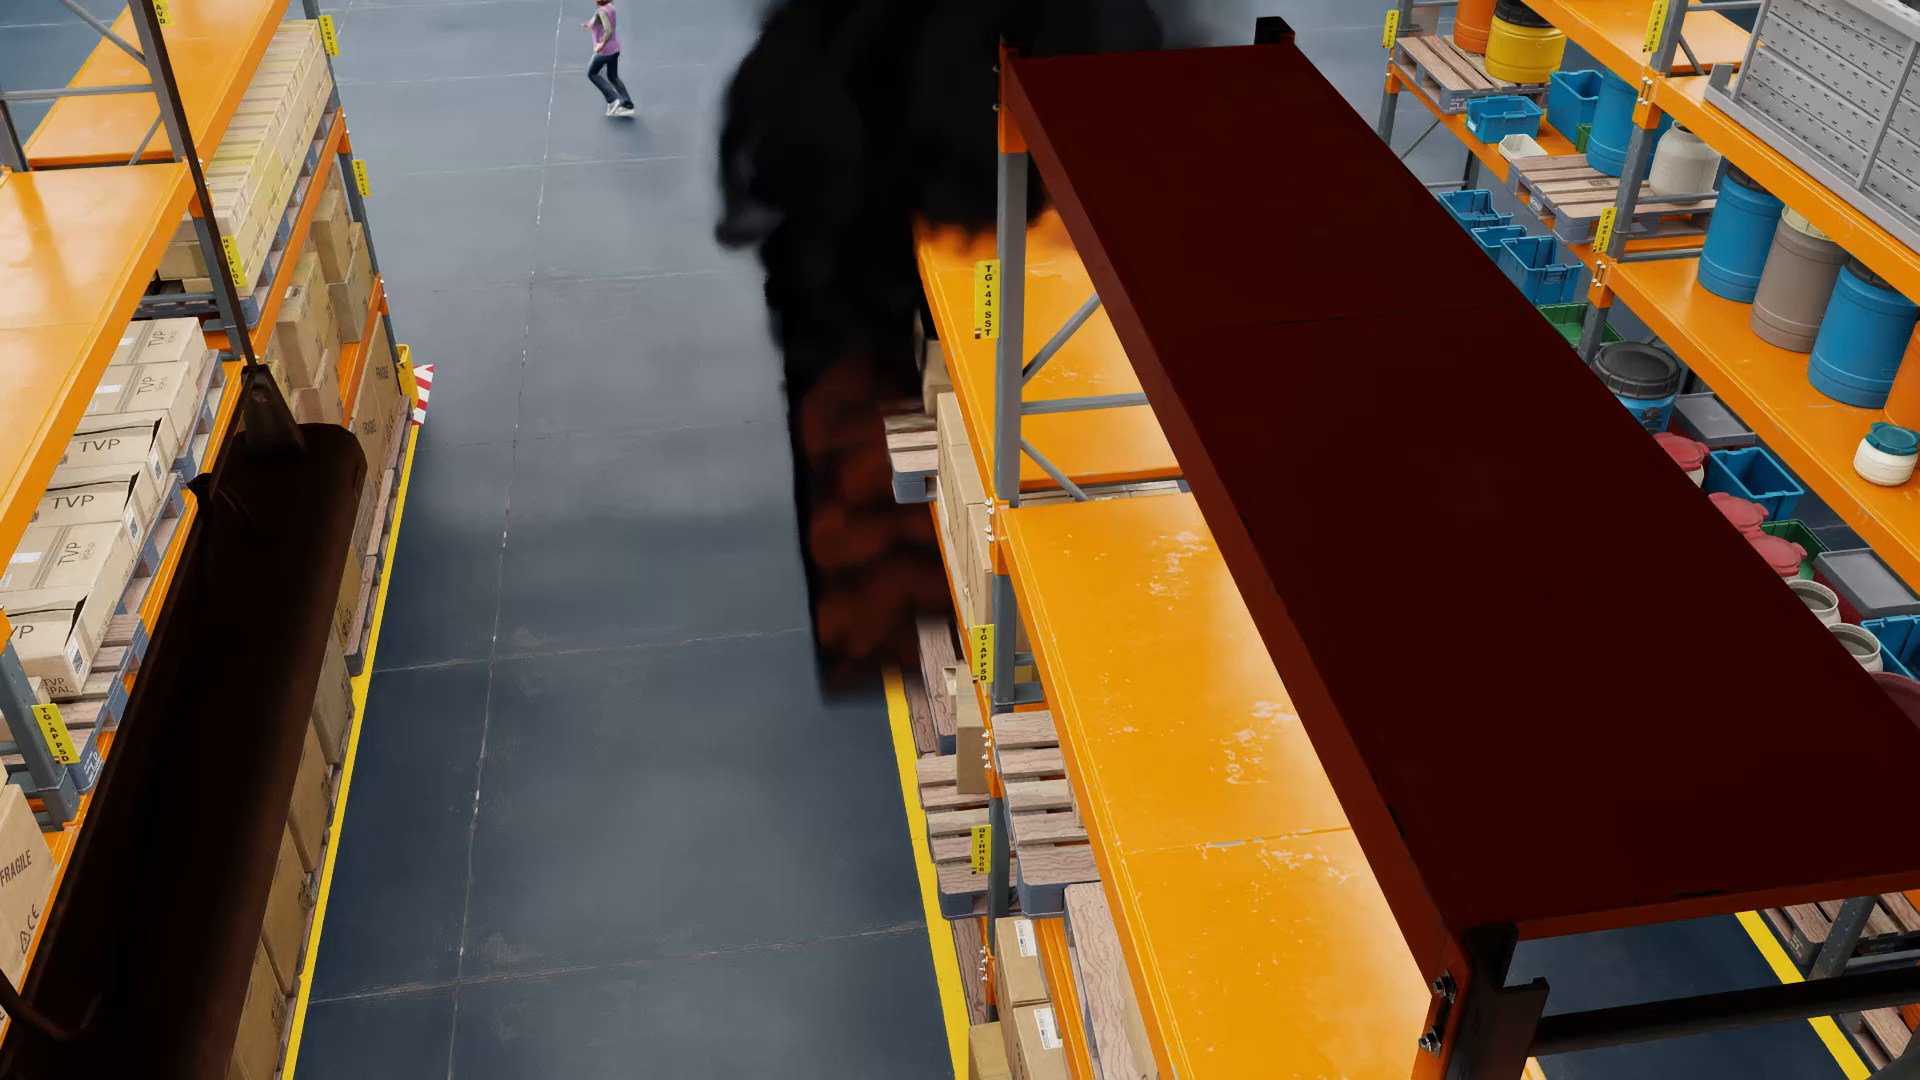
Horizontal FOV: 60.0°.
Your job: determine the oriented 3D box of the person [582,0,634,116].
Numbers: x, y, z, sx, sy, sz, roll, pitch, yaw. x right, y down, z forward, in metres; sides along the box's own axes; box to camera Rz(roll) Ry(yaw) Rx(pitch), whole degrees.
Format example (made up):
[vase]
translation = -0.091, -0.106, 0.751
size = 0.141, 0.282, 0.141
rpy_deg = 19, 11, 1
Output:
[person]
translation = -4.313, -5.923, 20.172
size = 0.615, 1.582, 0.519
rpy_deg = 11, 38, 15
